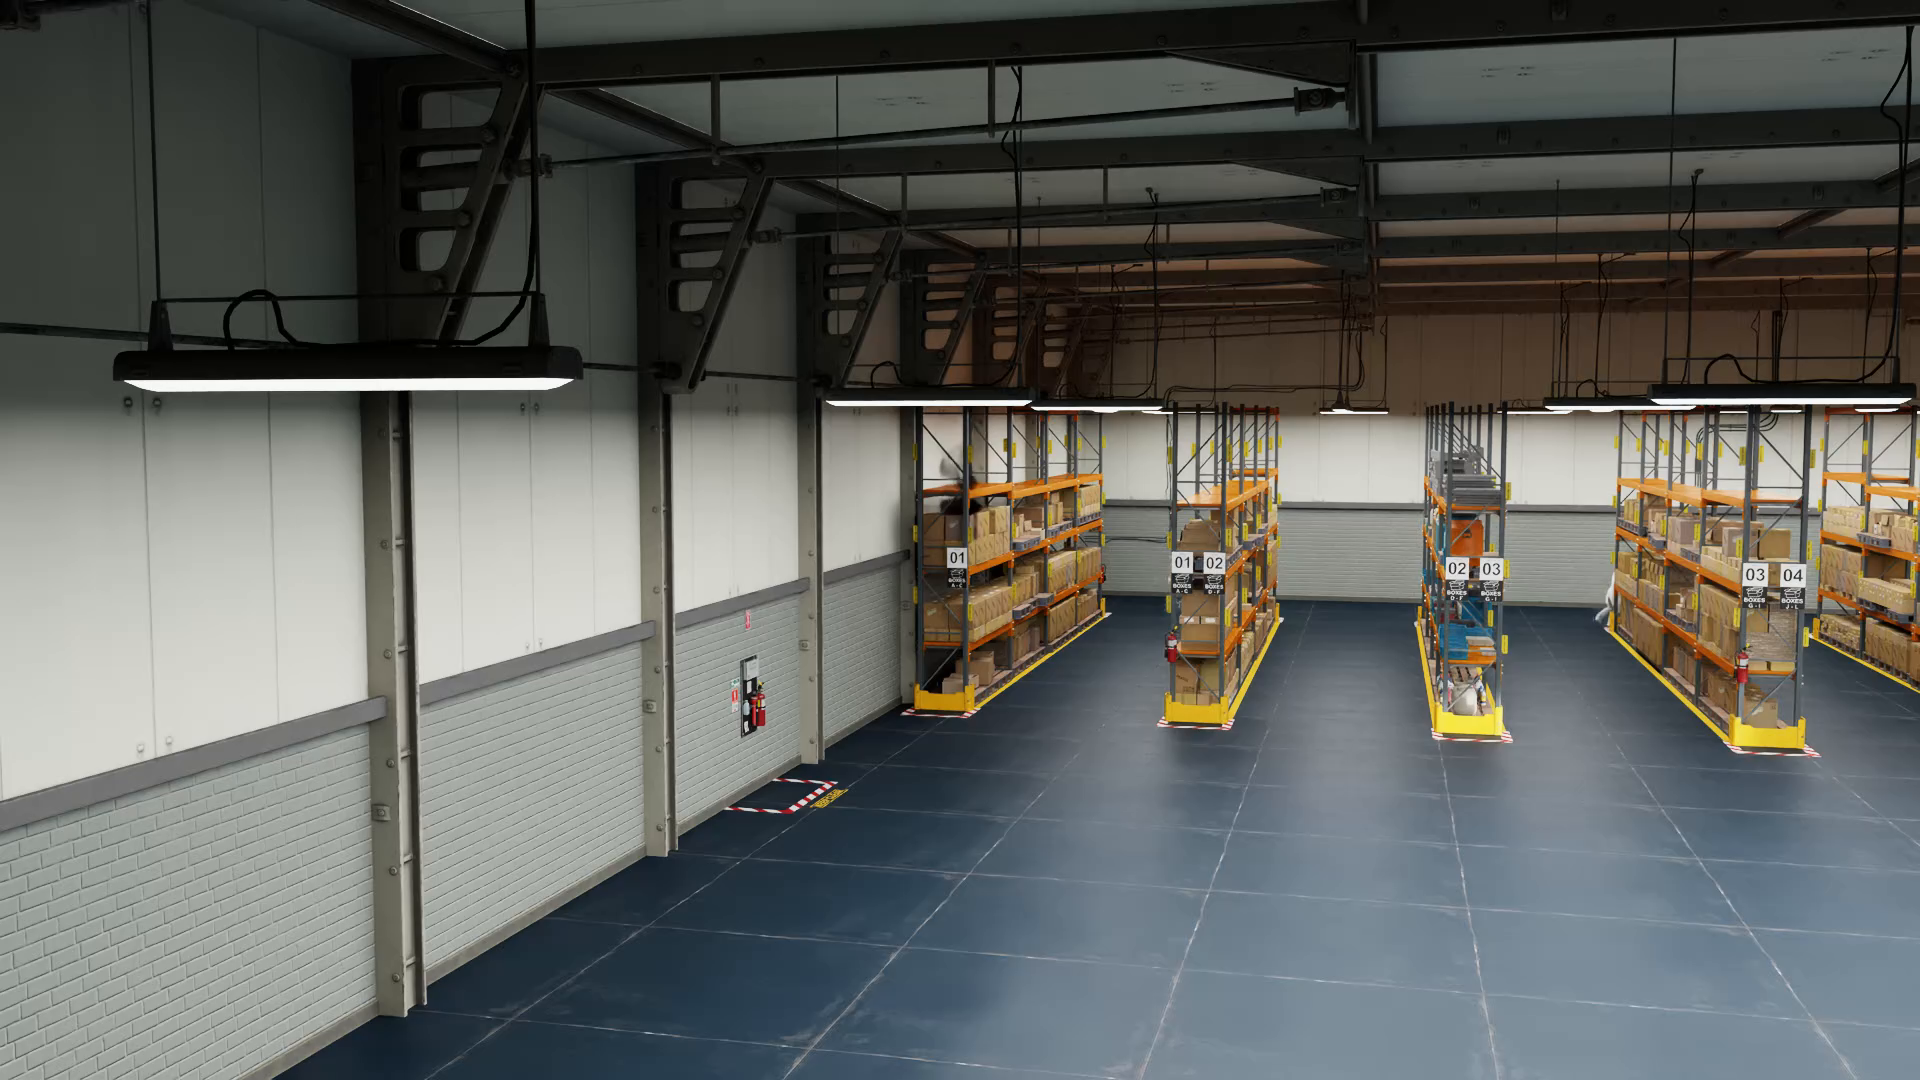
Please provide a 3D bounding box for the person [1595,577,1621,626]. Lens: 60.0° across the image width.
[{"bbox_3d":[17.855,1.531,45.476,0.837,1.683,0.690,0,4,-4],"label":"person"}]
